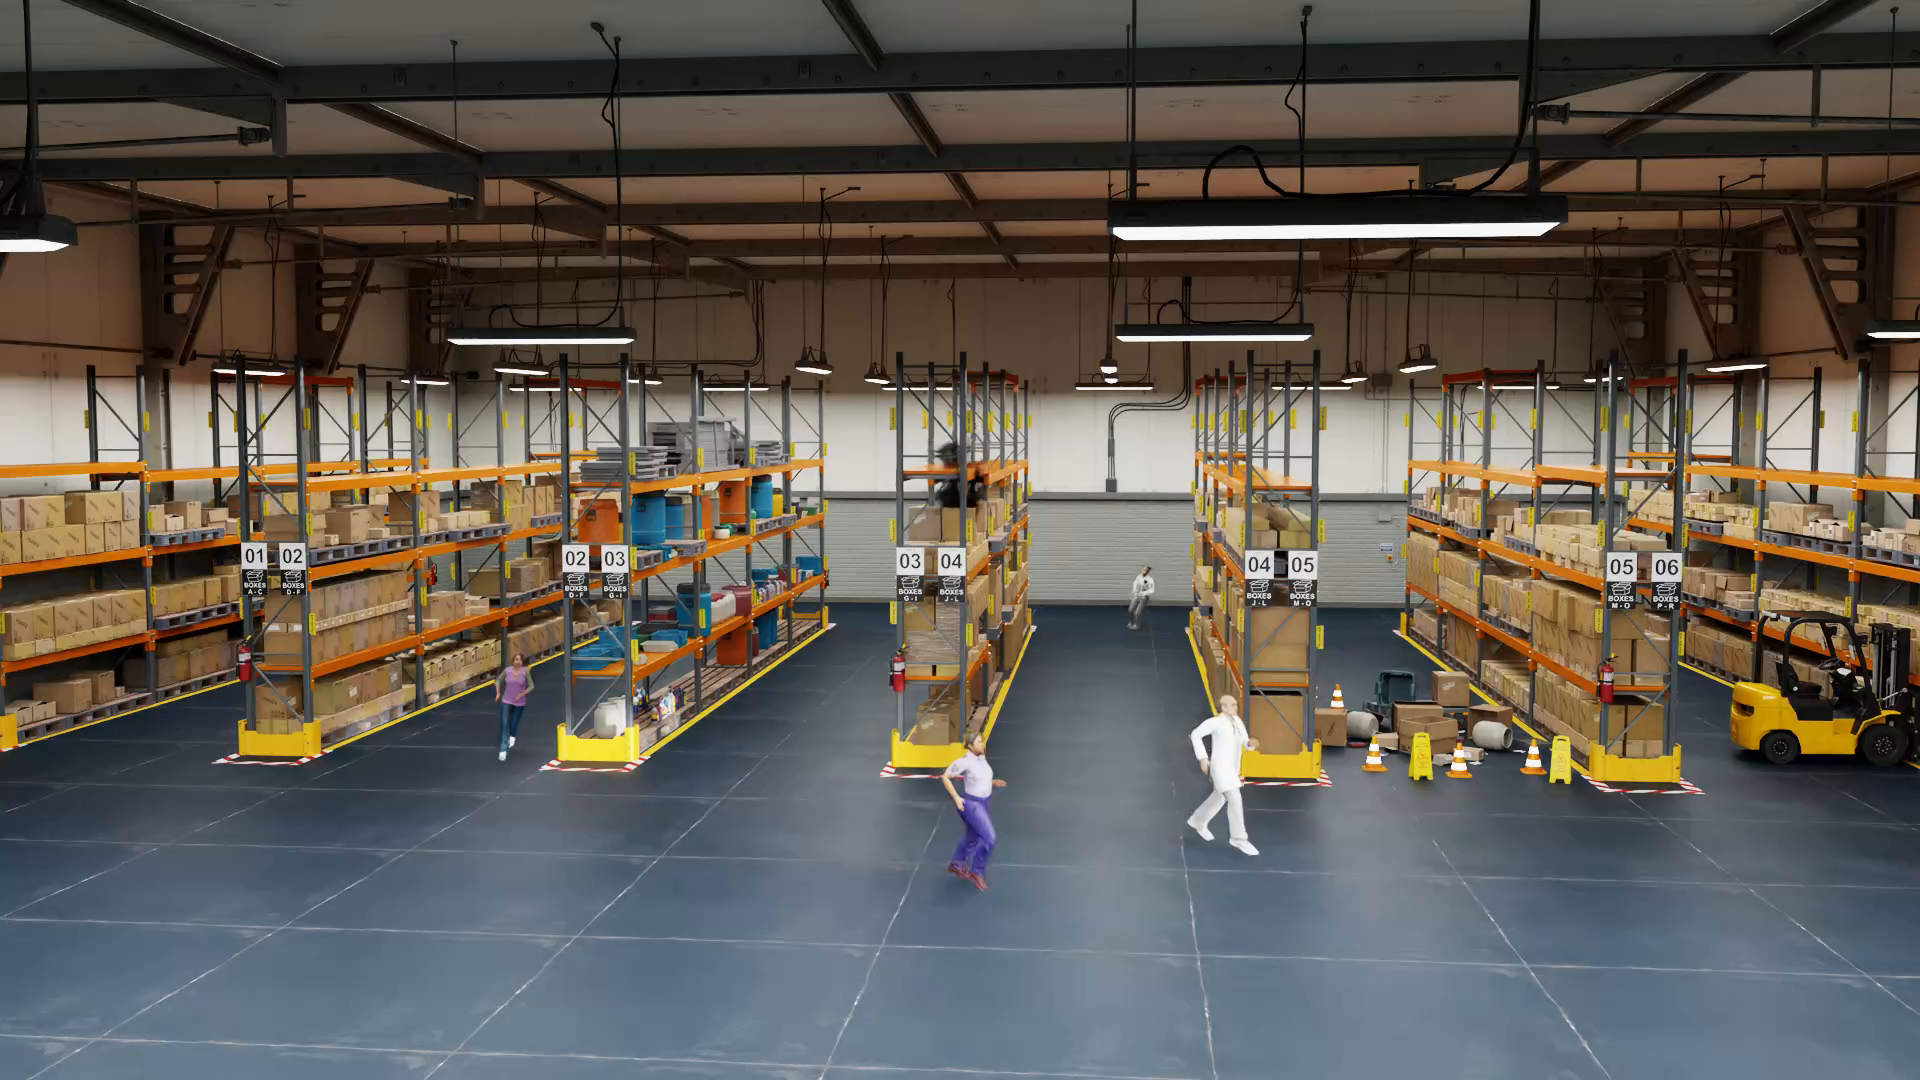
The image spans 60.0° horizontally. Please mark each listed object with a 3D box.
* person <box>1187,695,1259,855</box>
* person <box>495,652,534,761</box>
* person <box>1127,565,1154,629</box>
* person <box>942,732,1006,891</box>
[{"bbox_3d":[3.083,2.707,19.454,0.991,1.812,0.680,3,5,39],"label":"person"},{"bbox_3d":[-6.679,2.470,24.948,0.576,1.568,0.777,-1,4,-9],"label":"person"},{"bbox_3d":[4.312,1.373,39.853,0.715,1.593,0.613,1,4,19],"label":"person"},{"bbox_3d":[0.165,2.924,17.923,0.706,1.685,0.574,2,4,24],"label":"person"}]
